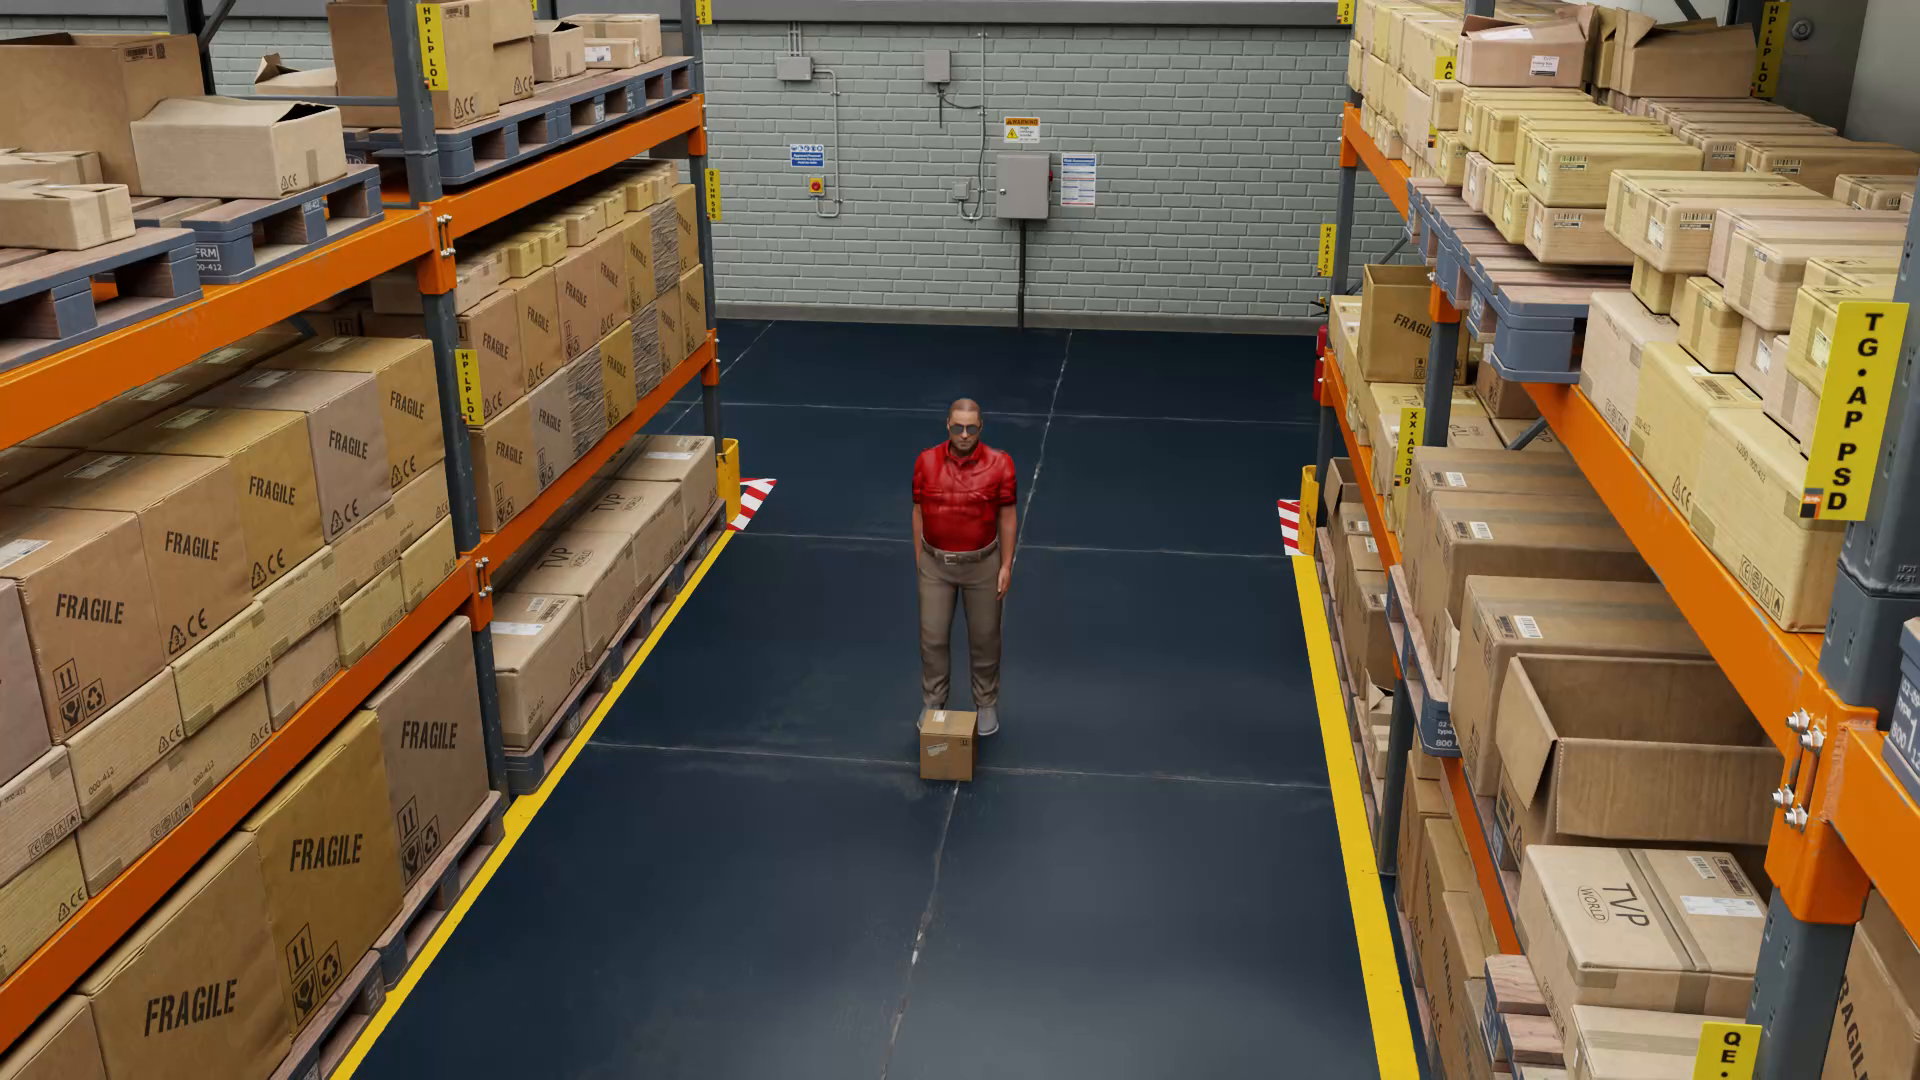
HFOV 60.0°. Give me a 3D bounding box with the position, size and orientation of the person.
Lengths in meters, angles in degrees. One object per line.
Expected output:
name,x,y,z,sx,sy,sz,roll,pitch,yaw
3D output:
person,0.015,-0.185,8.126,0.526,1.024,0.342,3,21,8
